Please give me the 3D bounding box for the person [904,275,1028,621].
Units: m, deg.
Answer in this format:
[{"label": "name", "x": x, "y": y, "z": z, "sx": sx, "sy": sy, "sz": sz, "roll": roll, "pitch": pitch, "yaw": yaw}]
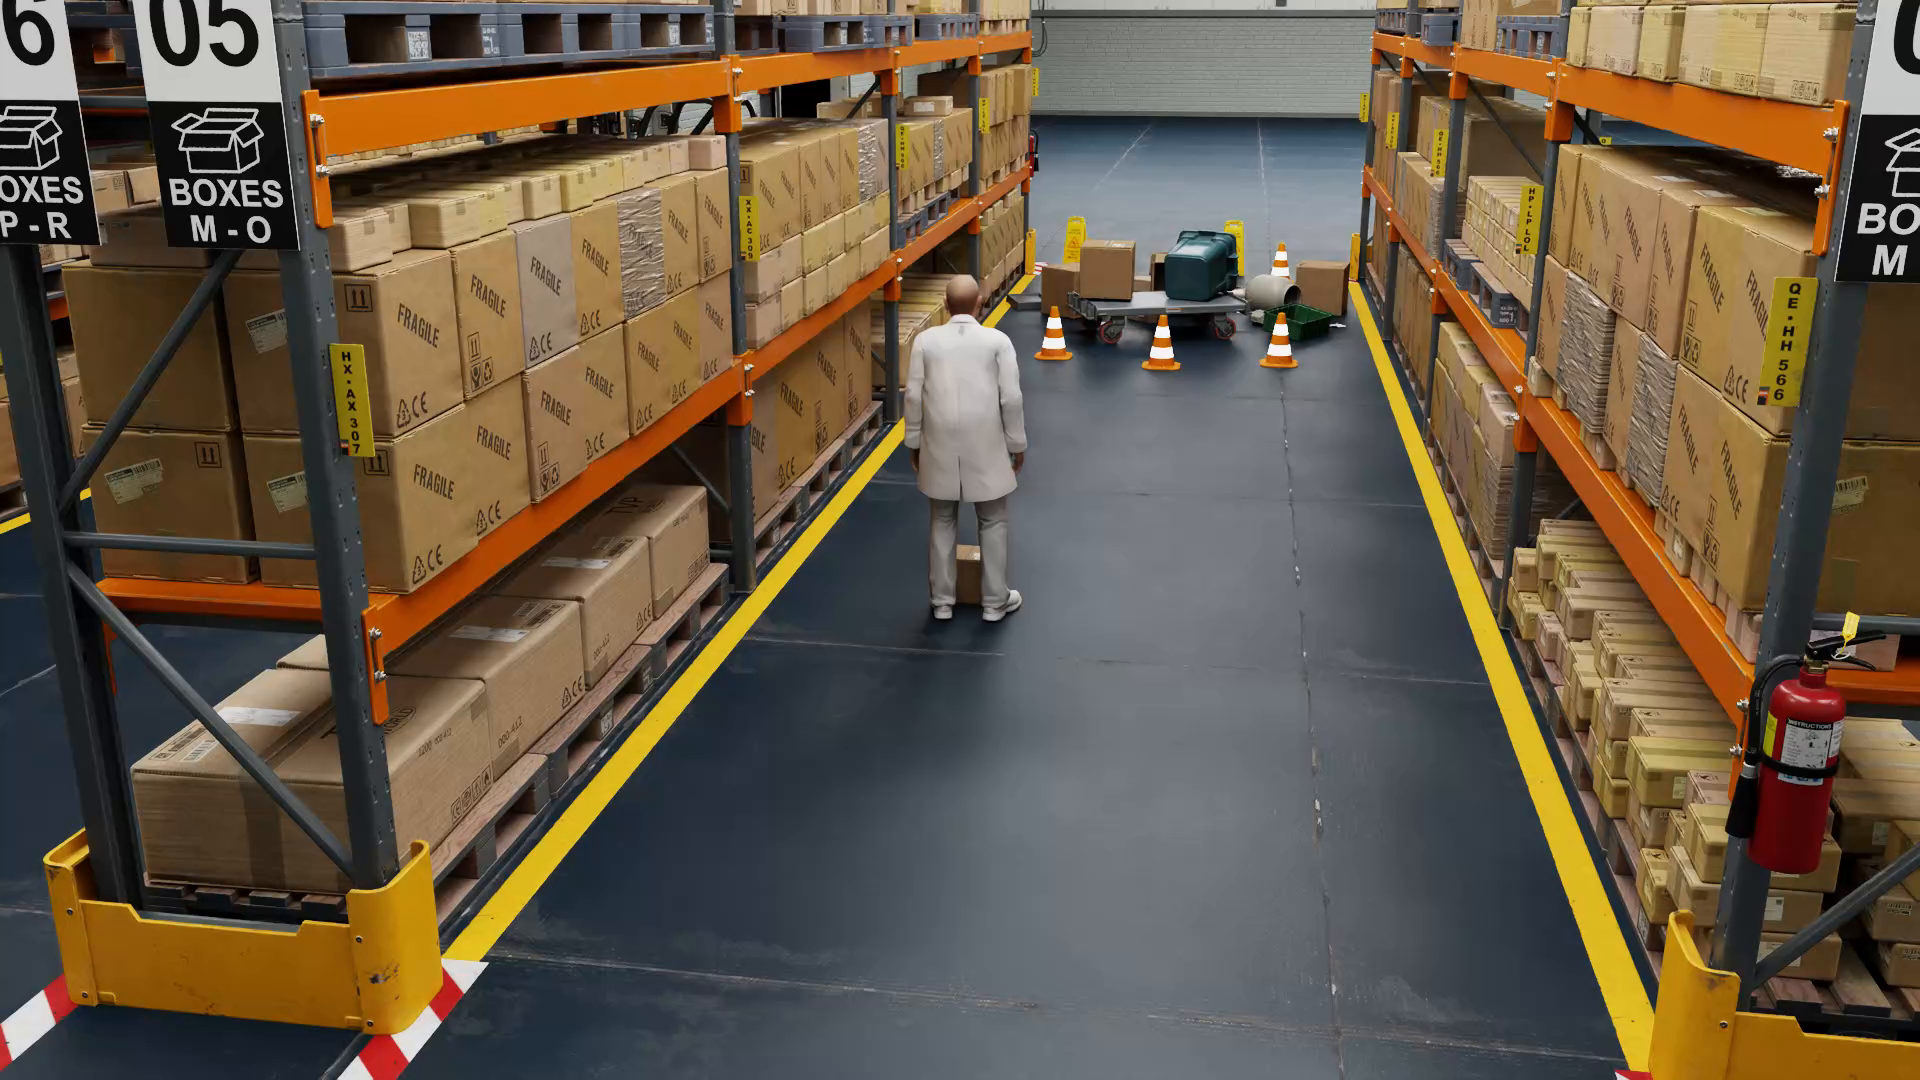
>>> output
[{"label": "person", "x": 0.026, "y": -0.467, "z": 8.545, "sx": 0.643, "sy": 1.775, "sz": 0.422, "roll": 3, "pitch": 18, "yaw": 9}]
